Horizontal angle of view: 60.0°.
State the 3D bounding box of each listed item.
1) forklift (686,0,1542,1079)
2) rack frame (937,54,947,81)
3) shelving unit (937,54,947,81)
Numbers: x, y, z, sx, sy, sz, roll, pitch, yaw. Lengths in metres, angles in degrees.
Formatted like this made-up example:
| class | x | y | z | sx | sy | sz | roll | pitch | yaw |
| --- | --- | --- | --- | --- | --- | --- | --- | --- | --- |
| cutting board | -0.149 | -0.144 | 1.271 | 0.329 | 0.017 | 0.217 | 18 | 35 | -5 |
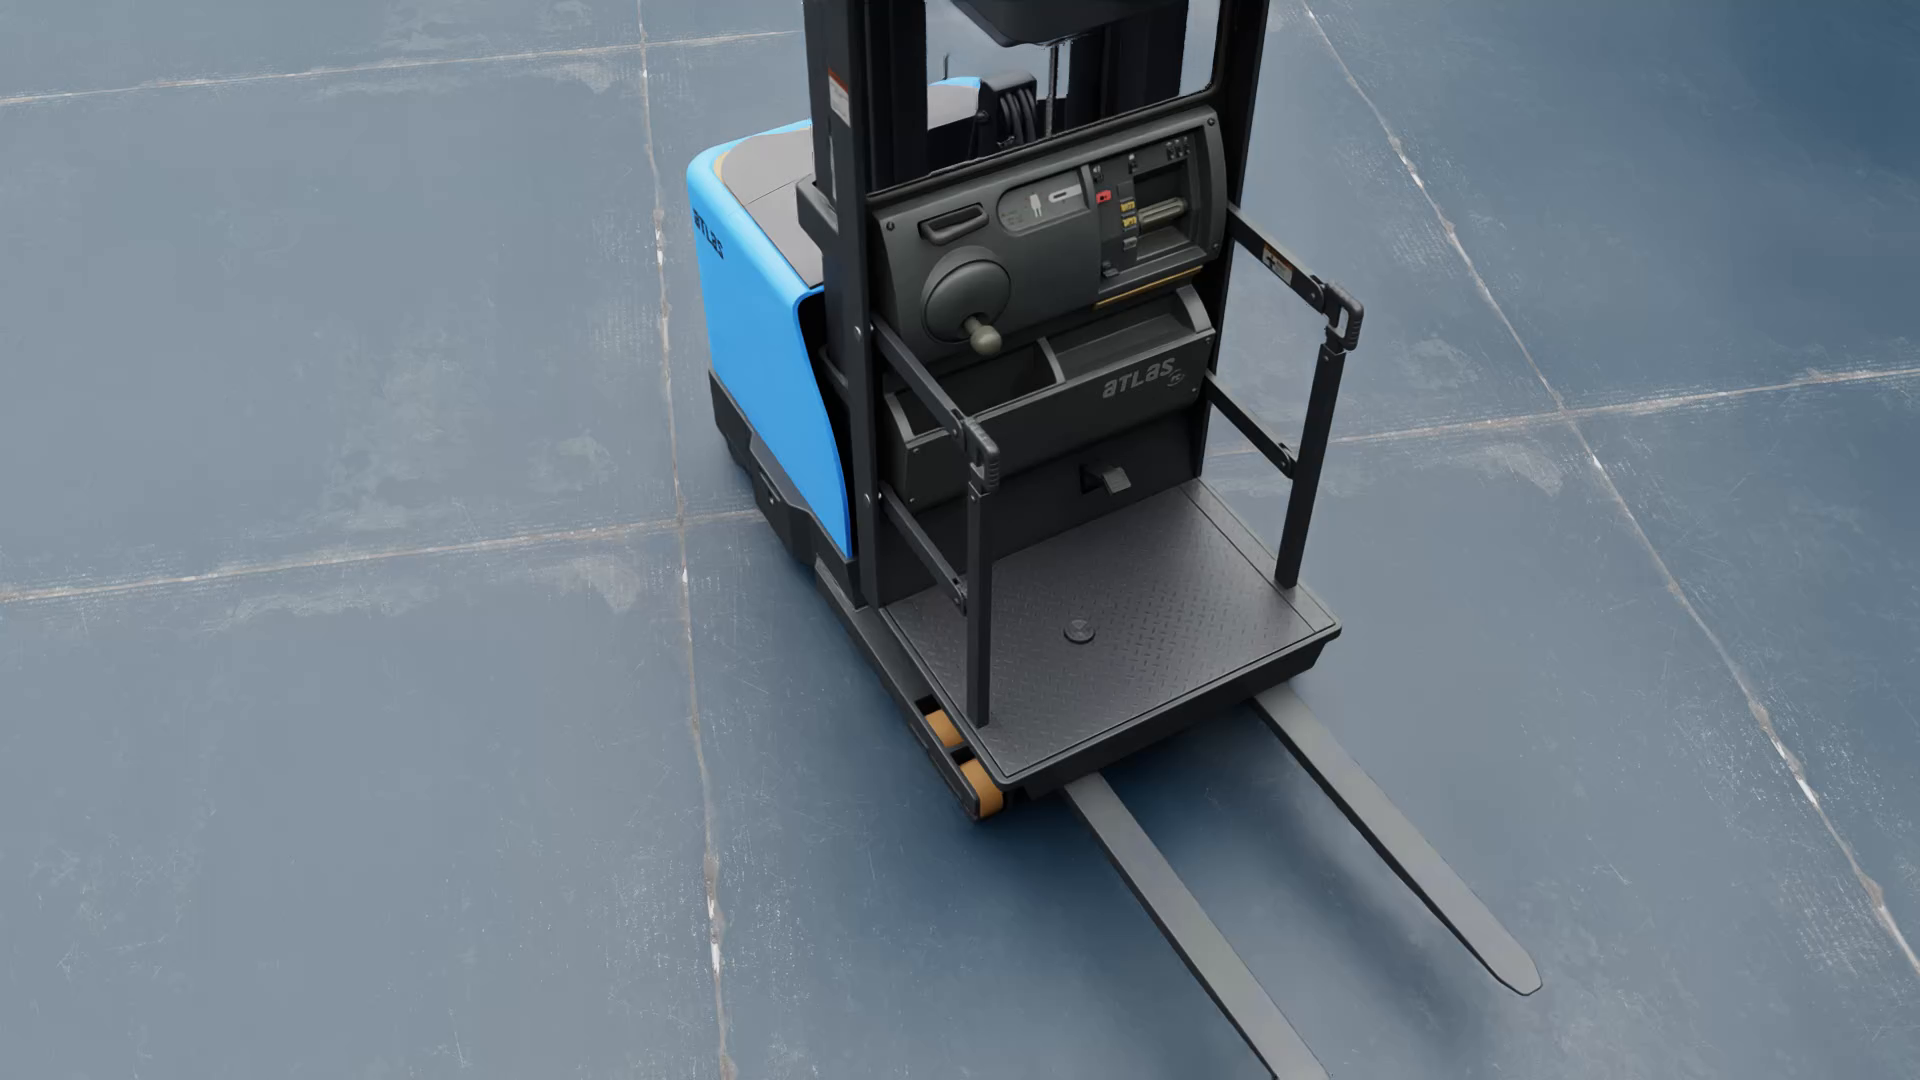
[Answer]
| class | x | y | z | sx | sy | sz | roll | pitch | yaw |
| --- | --- | --- | --- | --- | --- | --- | --- | --- | --- |
| forklift | 0.345 | -0.643 | 3.834 | 1.130 | 2.935 | 3.031 | -22 | 50 | -20 |
| rack frame | -0.095 | -1.117 | 5.597 | 0.008 | 1.050 | 0.200 | 23 | 50 | 21 |
| shelving unit | -0.200 | -1.162 | 5.640 | 0.252 | 1.050 | 0.215 | 23 | 50 | 21 |
